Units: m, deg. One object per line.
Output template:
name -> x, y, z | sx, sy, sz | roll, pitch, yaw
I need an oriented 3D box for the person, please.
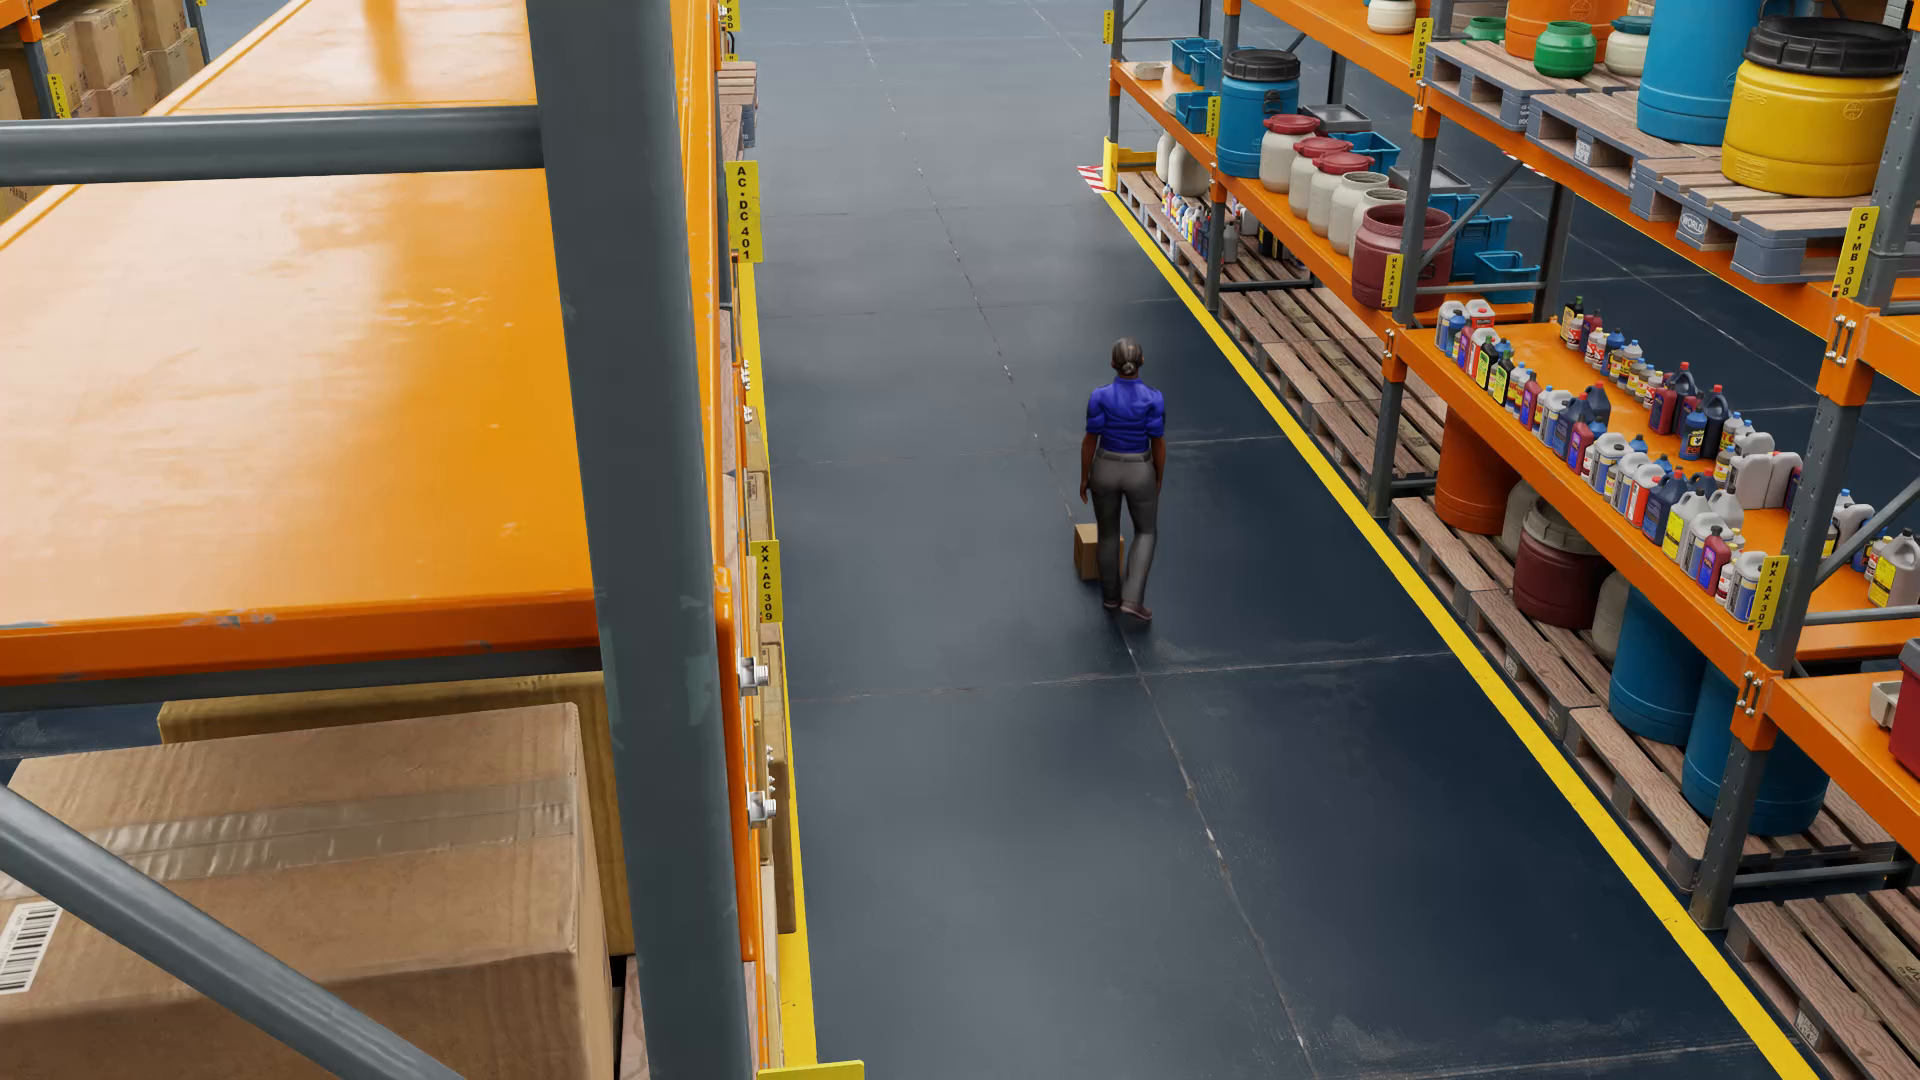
person -> 0.898, -0.331, 9.230 | 0.463, 1.652, 0.576 | 3, 28, 7
